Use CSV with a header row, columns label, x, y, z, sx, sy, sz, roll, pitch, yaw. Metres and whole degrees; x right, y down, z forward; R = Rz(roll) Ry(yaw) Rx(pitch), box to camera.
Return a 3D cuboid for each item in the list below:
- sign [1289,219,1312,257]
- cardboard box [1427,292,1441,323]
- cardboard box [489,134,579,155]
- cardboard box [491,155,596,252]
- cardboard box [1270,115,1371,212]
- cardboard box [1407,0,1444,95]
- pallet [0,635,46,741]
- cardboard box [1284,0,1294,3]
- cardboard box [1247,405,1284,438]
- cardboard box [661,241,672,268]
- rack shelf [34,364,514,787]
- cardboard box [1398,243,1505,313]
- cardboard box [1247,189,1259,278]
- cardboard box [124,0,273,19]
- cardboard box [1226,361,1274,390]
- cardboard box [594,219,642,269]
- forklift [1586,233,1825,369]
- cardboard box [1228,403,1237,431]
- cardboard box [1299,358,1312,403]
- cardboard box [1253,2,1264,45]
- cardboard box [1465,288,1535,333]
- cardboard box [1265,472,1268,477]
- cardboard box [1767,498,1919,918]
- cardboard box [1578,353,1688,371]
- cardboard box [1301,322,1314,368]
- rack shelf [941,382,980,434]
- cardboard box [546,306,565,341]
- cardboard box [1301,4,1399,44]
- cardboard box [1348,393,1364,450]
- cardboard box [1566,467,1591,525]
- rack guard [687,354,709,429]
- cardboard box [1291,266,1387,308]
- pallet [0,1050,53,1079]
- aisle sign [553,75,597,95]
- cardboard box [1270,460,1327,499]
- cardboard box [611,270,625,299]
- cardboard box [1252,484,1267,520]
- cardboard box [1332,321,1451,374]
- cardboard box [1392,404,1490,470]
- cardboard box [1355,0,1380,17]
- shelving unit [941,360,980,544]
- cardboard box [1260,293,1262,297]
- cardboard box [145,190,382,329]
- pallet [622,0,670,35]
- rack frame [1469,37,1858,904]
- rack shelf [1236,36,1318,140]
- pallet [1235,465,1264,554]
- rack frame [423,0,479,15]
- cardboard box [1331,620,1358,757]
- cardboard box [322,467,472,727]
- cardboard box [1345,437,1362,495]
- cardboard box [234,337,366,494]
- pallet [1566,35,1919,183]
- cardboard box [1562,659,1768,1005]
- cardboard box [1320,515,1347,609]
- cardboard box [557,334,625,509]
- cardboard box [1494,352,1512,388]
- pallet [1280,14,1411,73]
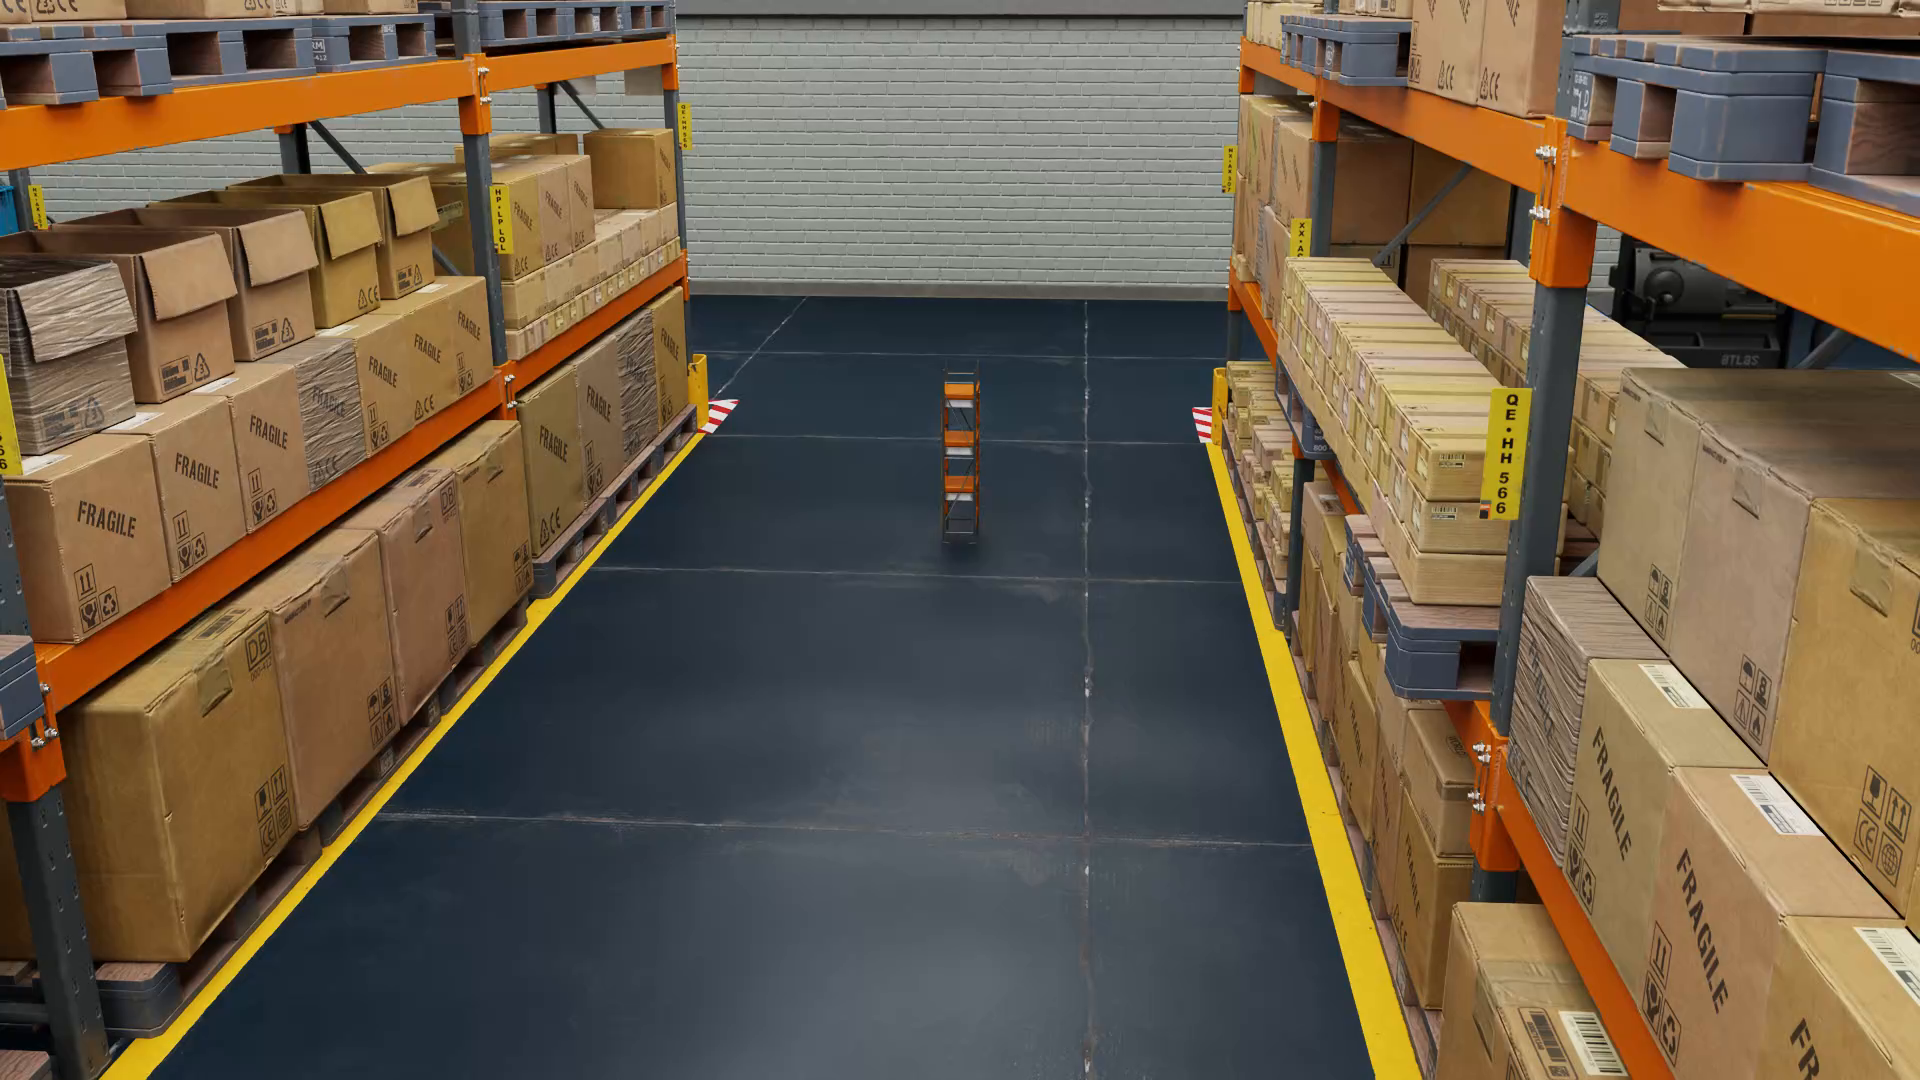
label,x,y,z,sx,sy,sz,roll,pitch,yaw
sign,1.601,-1.347,7.825,0.100,0.325,0.005,1,18,4
cardboard box,2.312,-1.019,7.467,0.380,0.149,0.250,2,18,6
cardboard box,-2.850,-2.438,11.105,0.500,0.500,0.500,1,18,3
cardboard box,-2.432,-1.952,9.621,0.500,0.500,0.500,1,18,2
cardboard box,1.990,-2.061,9.151,0.500,0.500,0.500,2,18,5
cardboard box,1.707,-1.650,5.163,0.500,0.500,0.500,1,18,4
pallet,-3.028,0.490,3.920,1.213,0.211,1.003,1,18,4
cardboard box,2.004,-2.990,8.850,0.500,0.250,0.500,2,18,6
cardboard box,1.979,-0.731,10.285,0.380,0.149,0.250,2,18,5
cardboard box,-2.224,-1.992,11.588,0.380,0.149,0.250,1,18,4
rack shelf,-2.940,-0.105,6.580,1.077,0.370,4.000,1,18,4
cardboard box,2.430,-1.263,8.321,0.500,0.500,0.500,1,18,3
cardboard box,2.062,-1.905,10.281,0.500,0.500,0.500,2,18,5
cardboard box,-2.958,-2.134,5.962,0.797,0.503,0.637,1,18,3
cardboard box,2.053,-1.140,11.534,0.380,0.149,0.250,0,18,1
cardboard box,-2.353,-1.908,10.692,0.500,0.250,0.500,1,18,2
forklift,4.664,-1.621,10.162,1.130,2.935,3.031,2,18,5
cardboard box,2.073,-0.857,11.625,0.380,0.149,0.250,2,18,5
cardboard box,1.601,-0.652,6.824,0.380,0.149,0.250,1,18,4
cardboard box,2.101,-3.225,10.371,0.500,0.250,0.500,2,18,6
cardboard box,2.252,-0.914,6.669,0.380,0.149,0.250,1,18,4
cardboard box,2.011,-0.423,9.822,0.380,0.149,0.250,0,18,1
cardboard box,1.745,0.250,2.577,0.700,0.500,0.500,1,18,3
cardboard box,2.158,-0.511,5.440,0.380,0.149,0.250,2,18,6
cardboard box,1.603,-0.793,6.779,0.380,0.149,0.250,1,18,2
rack shelf,0.004,-0.775,9.725,0.215,0.259,0.240,1,18,4
cardboard box,-2.407,-1.196,9.160,0.380,0.149,0.250,2,18,6
cardboard box,1.909,-2.438,7.970,0.500,0.250,0.500,2,18,5
cardboard box,1.510,-0.388,5.541,0.380,0.149,0.250,1,18,4
cardboard box,2.146,-0.149,5.289,0.380,0.149,0.250,2,18,6
rack guard,-2.508,-1.130,12.567,1.175,0.500,0.348,1,18,4
cardboard box,1.642,-1.090,7.205,0.380,0.149,0.250,2,18,5
pallet,-3.141,1.742,4.266,1.003,0.211,1.213,1,18,4
aisle sign,-2.804,-3.574,11.839,0.394,0.787,0.004,1,18,4
cardboard box,1.899,-0.327,9.052,0.380,0.149,0.250,1,18,3
cardboard box,-2.317,-1.598,10.386,0.380,0.149,0.250,2,18,5
cardboard box,1.906,-0.221,9.685,0.380,0.149,0.250,1,18,4
cardboard box,1.549,-0.691,5.988,0.380,0.149,0.250,2,18,6
cardboard box,1.455,-0.286,4.754,0.380,0.149,0.250,1,18,3
cardboard box,1.871,-2.240,6.592,0.500,0.311,0.500,1,18,3
shelving unit,0.004,-0.516,9.810,0.215,1.050,0.252,1,18,4
cardboard box,2.058,-1.550,10.238,0.380,0.149,0.250,1,18,3
cardboard box,-2.895,-1.180,6.936,0.797,0.503,0.637,1,18,5
pallet,-2.553,-3.463,10.998,1.003,0.211,1.213,1,18,4
rack frame,1.856,0.317,4.139,1.000,3.000,0.127,1,18,4
rack shelf,2.287,-2.630,9.471,1.077,0.370,4.000,1,18,4
pallet,2.241,-0.190,10.163,1.003,0.211,1.213,1,18,4
rack frame,-2.797,-3.918,7.430,1.000,3.000,0.127,1,18,4
cardboard box,1.765,0.614,6.573,0.500,0.500,0.500,2,18,5
cardboard box,-2.886,0.219,7.174,1.225,0.875,0.875,1,18,2
cardboard box,1.510,-0.245,5.582,0.380,0.149,0.250,0,18,1
cardboard box,-2.672,-0.492,6.448,0.500,0.500,0.500,1,18,4
pallet,1.863,-0.818,3.087,1.213,0.211,1.003,2,18,6
cardboard box,1.521,0.561,3.234,0.500,0.500,0.500,1,18,3
cardboard box,1.791,0.095,6.950,0.500,0.250,0.500,2,18,5
cardboard box,-2.605,-0.740,10.103,0.875,0.875,0.875,1,18,4
cardboard box,2.221,-0.610,6.217,0.380,0.149,0.250,1,18,4
pallet,1.993,-2.072,6.915,1.213,0.211,1.003,1,18,4
